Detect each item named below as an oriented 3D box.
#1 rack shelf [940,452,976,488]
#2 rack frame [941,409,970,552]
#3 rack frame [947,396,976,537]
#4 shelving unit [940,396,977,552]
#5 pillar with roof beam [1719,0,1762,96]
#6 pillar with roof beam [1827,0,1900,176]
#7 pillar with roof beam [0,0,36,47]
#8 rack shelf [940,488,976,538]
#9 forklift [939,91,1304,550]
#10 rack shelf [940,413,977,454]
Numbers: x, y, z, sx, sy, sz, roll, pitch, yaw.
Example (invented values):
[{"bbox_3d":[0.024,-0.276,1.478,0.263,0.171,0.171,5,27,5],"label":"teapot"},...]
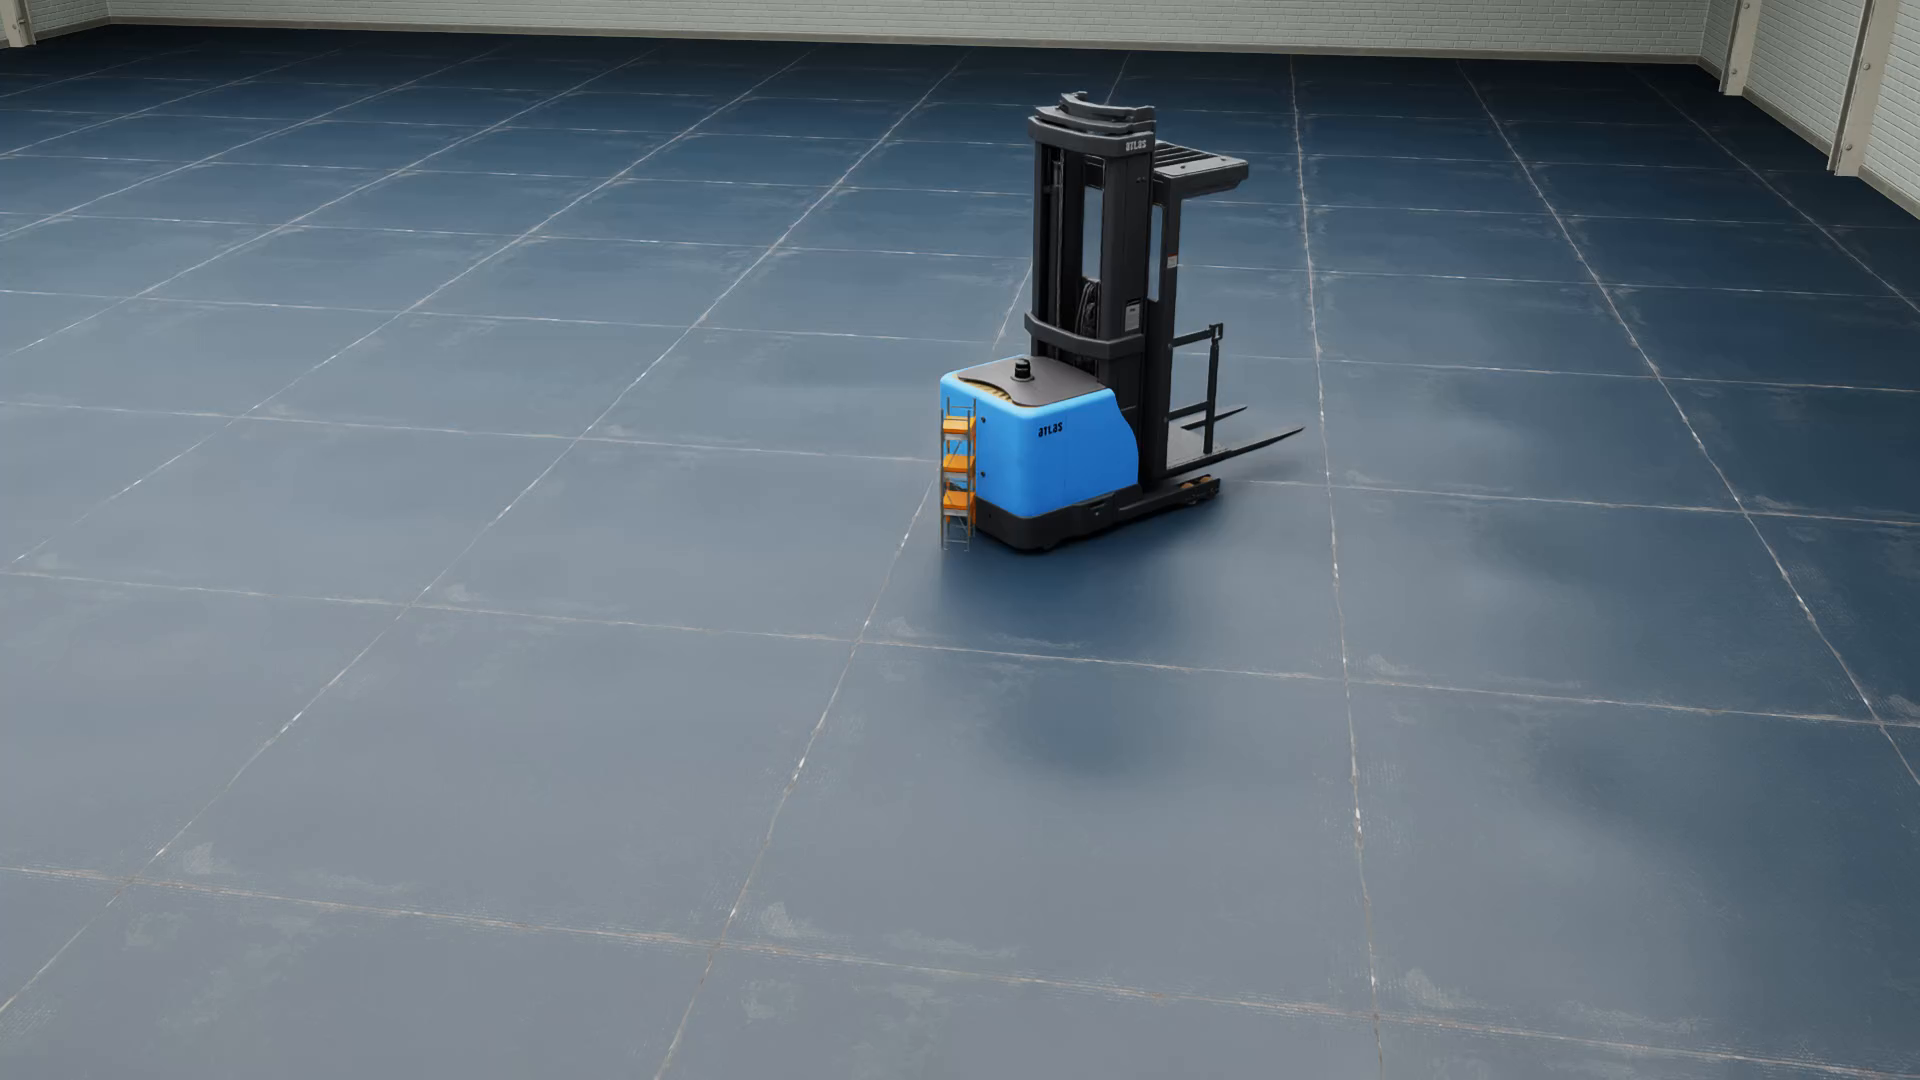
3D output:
[{"bbox_3d":[-0.012,-0.443,11.526,0.215,0.259,0.240,4,25,9],"label":"rack shelf"},{"bbox_3d":[-0.032,-0.402,11.413,0.200,1.050,0.008,4,25,9],"label":"rack frame"},{"bbox_3d":[0.009,-0.504,11.631,0.200,1.050,0.008,4,25,9],"label":"rack frame"},{"bbox_3d":[-0.012,-0.453,11.522,0.215,1.050,0.252,4,25,9],"label":"shelving unit"},{"bbox_3d":[8.593,-11.813,26.418,9.100,9.000,0.400,4,25,9],"label":"pillar with roof beam"},{"bbox_3d":[7.613,-9.304,21.057,9.100,9.000,0.400,4,25,9],"label":"pillar with roof beam"},{"bbox_3d":[-13.989,-13.399,29.806,9.100,9.000,0.400,4,25,9],"label":"pillar with roof beam"},{"bbox_3d":[-0.013,-0.191,11.644,0.215,0.259,0.240,4,25,9],"label":"rack shelf"},{"bbox_3d":[1.325,-1.742,12.059,3.031,2.935,1.130,-18,30,-33],"label":"forklift"},{"bbox_3d":[-0.011,-0.700,11.406,0.215,0.259,0.240,4,25,9],"label":"rack shelf"}]
